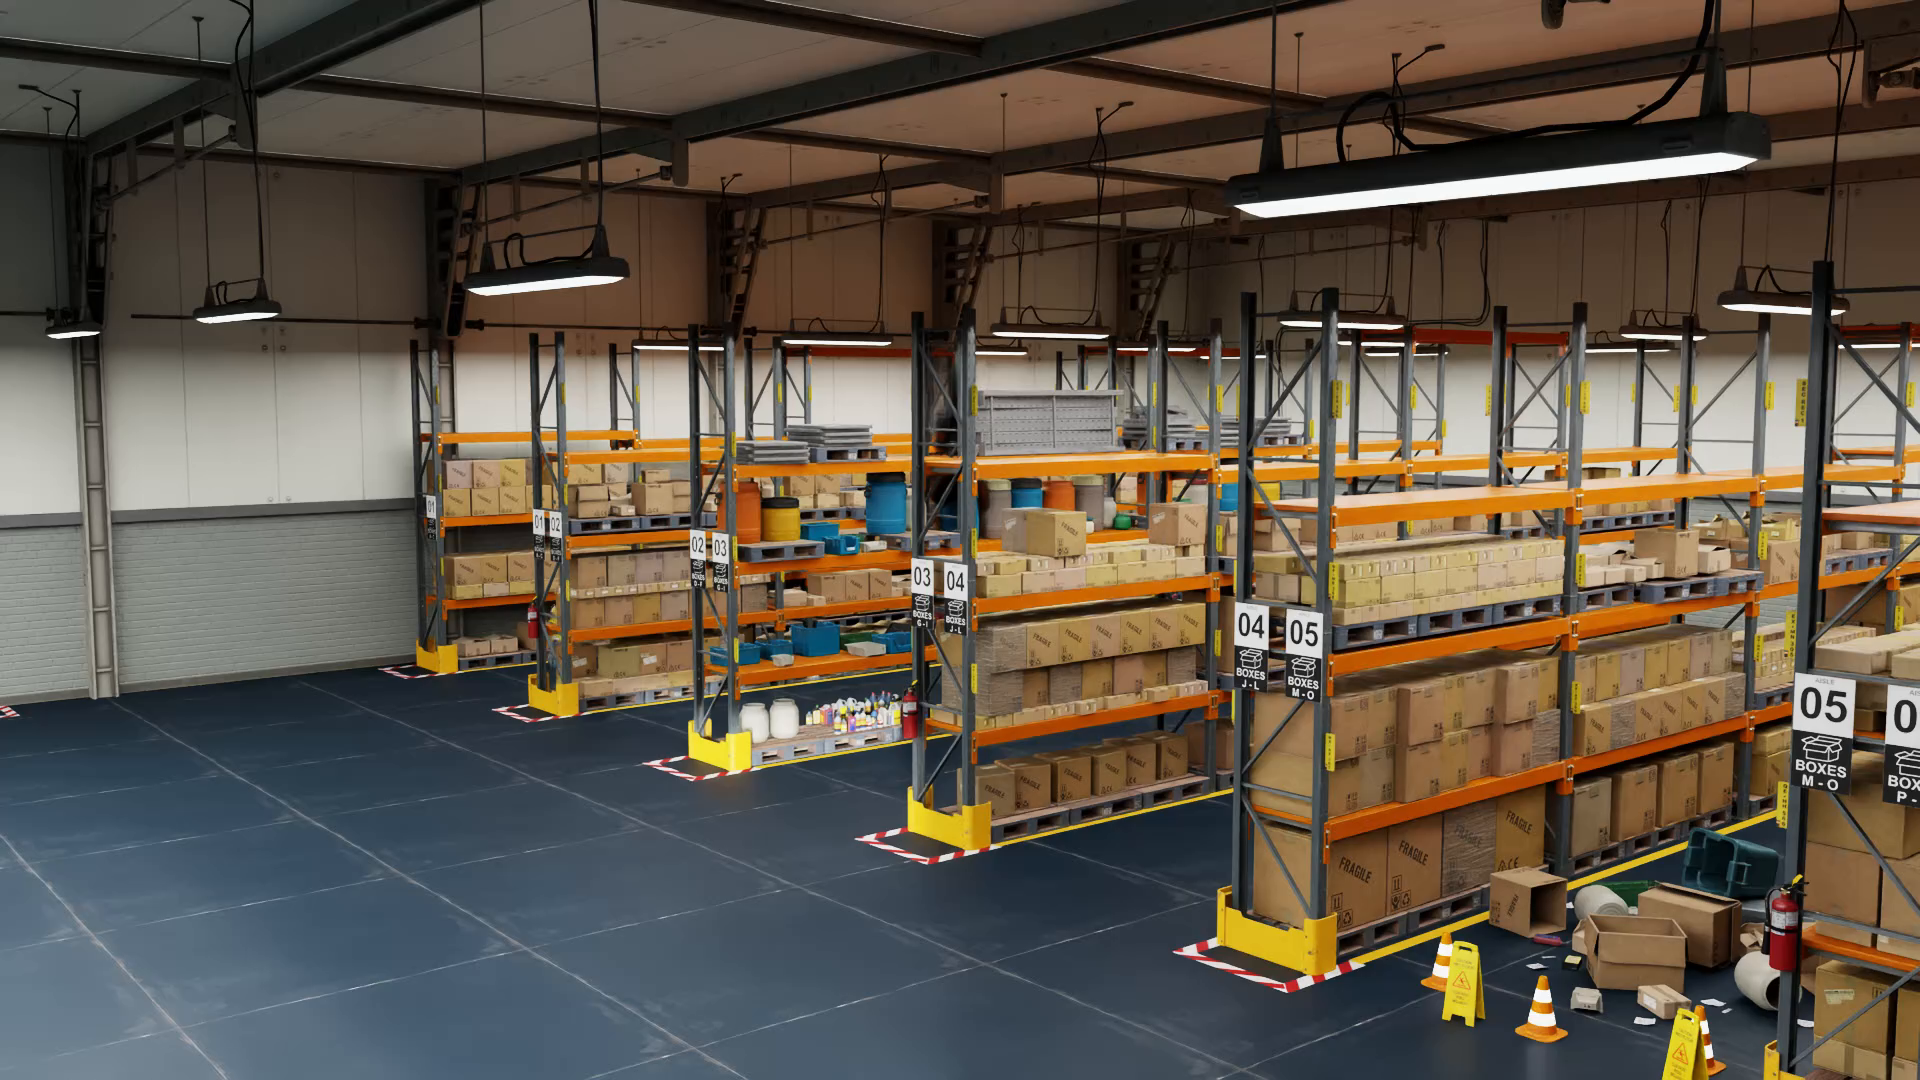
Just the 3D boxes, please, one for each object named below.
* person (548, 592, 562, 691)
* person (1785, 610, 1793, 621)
[{"bbox_3d":[-6.715,1.696,28.186,0.699,1.728,0.687,3,6,33],"label":"person"},{"bbox_3d":[13.201,1.913,26.437,0.875,1.609,0.537,-5,7,-43],"label":"person"}]
